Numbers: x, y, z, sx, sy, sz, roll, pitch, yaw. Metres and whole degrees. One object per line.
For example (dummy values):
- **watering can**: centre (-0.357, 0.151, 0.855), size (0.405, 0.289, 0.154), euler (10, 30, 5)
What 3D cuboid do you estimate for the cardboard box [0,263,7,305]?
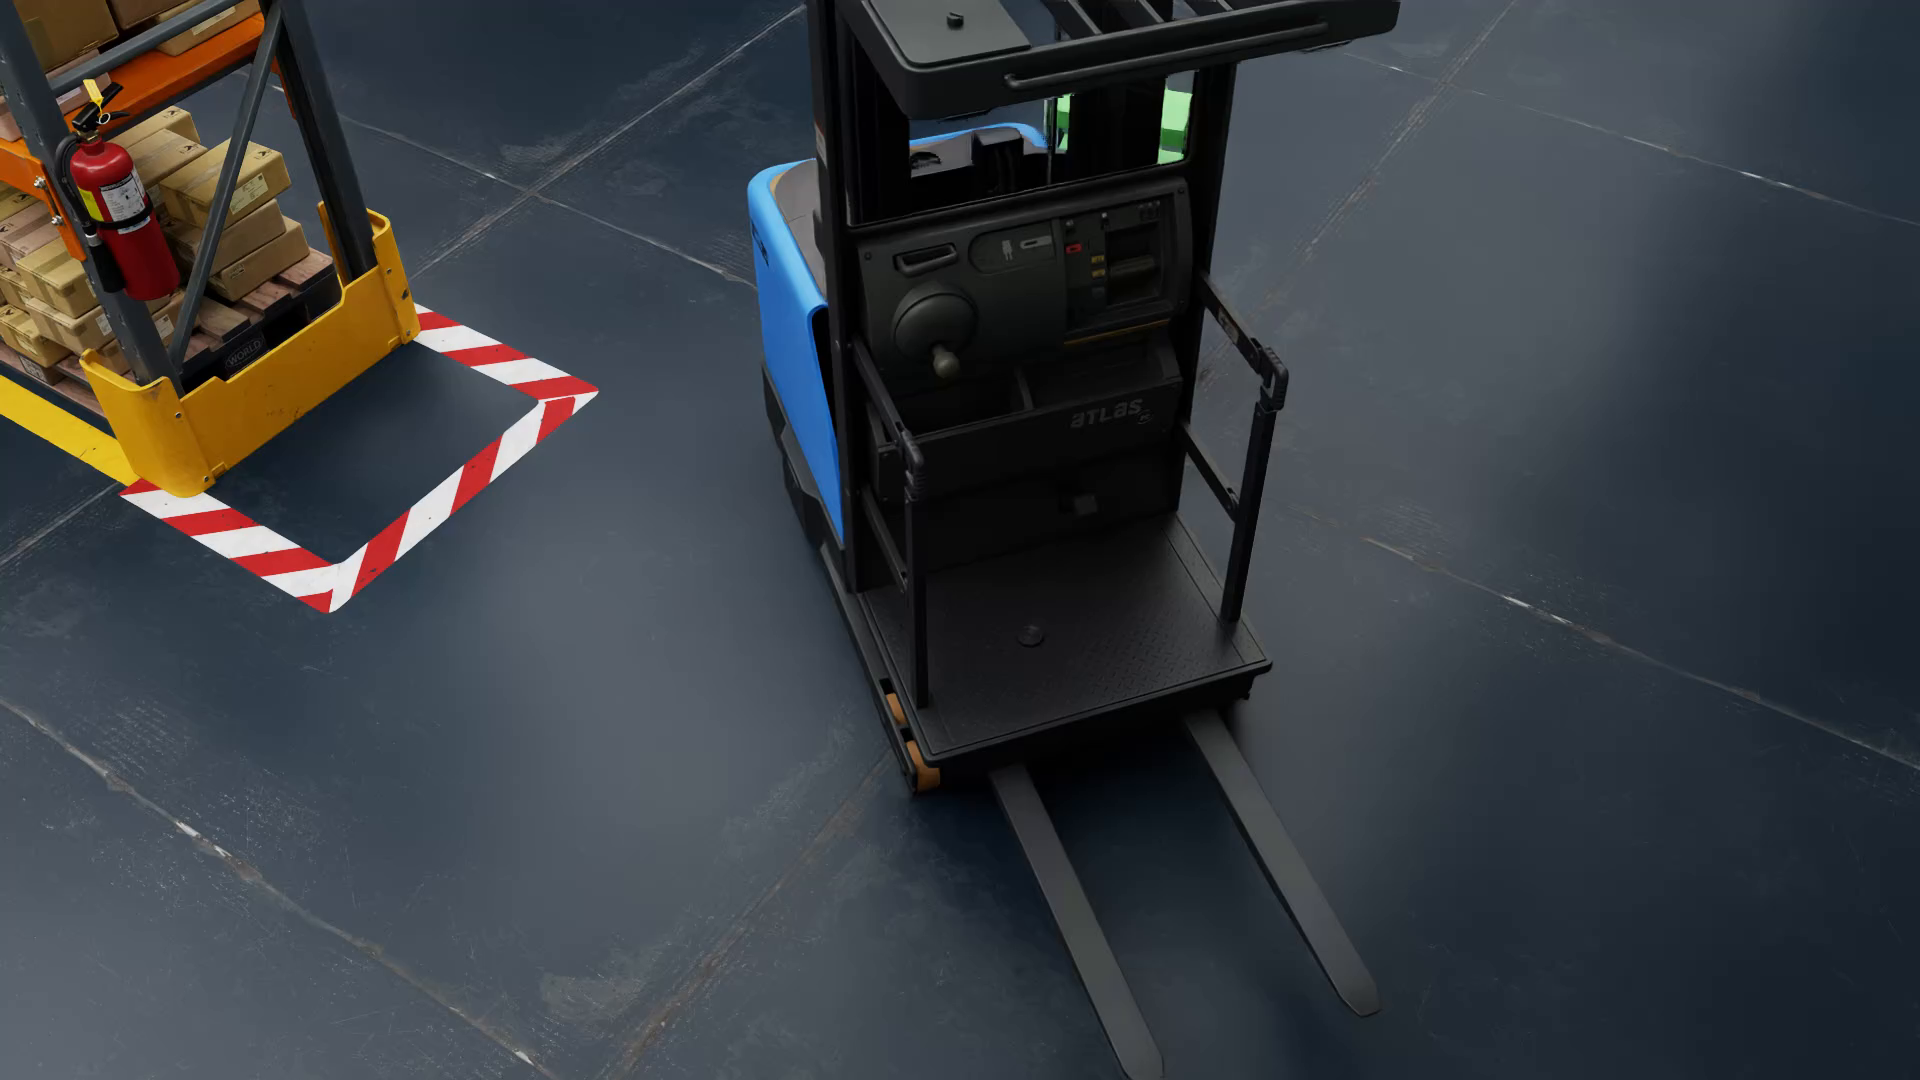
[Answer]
- **cardboard box**: centre (-3.532, -1.054, 6.171), size (0.250, 0.149, 0.380), euler (23, 50, 21)

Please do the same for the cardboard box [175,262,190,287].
- **cardboard box**: centre (-3.028, -1.167, 6.487), size (0.250, 0.149, 0.380), euler (25, 51, 22)

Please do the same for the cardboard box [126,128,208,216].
- **cardboard box**: centre (-3.050, -1.368, 6.268), size (0.250, 0.149, 0.380), euler (26, 51, 23)

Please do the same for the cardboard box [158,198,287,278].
- **cardboard box**: centre (-2.797, -1.180, 6.293), size (0.250, 0.149, 0.380), euler (27, 52, 24)

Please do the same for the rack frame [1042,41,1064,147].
- **rack frame**: centre (0.327, -1.224, 6.102), size (0.015, 1.200, 0.240), euler (13, 47, 12)

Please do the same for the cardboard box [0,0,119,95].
- **cardboard box**: centre (-3.012, -1.723, 5.056), size (0.500, 0.500, 0.500), euler (26, 51, 23)

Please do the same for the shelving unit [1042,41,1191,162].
- **shelving unit**: centre (0.560, -1.172, 6.052), size (0.503, 1.200, 0.258), euler (13, 47, 12)

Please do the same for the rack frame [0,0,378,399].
- **rack frame**: centre (-2.495, -1.566, 5.180), size (0.127, 3.000, 1.000), euler (25, 51, 22)

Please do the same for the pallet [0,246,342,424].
- **pallet**: centre (-3.224, -0.959, 6.535), size (1.213, 0.211, 1.003), euler (25, 51, 22)

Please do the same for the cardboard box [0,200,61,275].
- **cardboard box**: centre (-3.258, -1.110, 6.017), size (0.250, 0.149, 0.380), euler (26, 51, 23)

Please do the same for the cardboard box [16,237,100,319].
- **cardboard box**: centre (-3.077, -0.978, 5.889), size (0.250, 0.149, 0.380), euler (25, 51, 23)

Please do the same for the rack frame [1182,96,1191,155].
- **rack frame**: centre (0.794, -1.120, 6.002), size (0.015, 1.200, 0.240), euler (13, 47, 12)

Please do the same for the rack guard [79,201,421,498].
- **rack guard**: centre (-2.559, -0.724, 6.105), size (0.348, 0.500, 1.175), euler (25, 51, 22)

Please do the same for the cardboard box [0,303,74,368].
- **cardboard box**: centre (-3.322, -0.835, 6.165), size (0.250, 0.149, 0.380), euler (26, 51, 23)

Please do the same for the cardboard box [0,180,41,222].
- **cardboard box**: centre (-3.545, -1.133, 6.040), size (0.250, 0.149, 0.380), euler (24, 50, 21)

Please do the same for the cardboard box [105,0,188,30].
- **cardboard box**: centre (-2.724, -2.045, 5.368), size (0.500, 0.500, 0.500), euler (27, 52, 24)

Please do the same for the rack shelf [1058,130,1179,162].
- **rack shelf**: centre (0.560, -1.295, 5.926), size (0.480, 0.148, 0.258), euler (13, 47, 12)

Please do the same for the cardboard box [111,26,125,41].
- **cardboard box**: centre (-2.827, -1.875, 5.656), size (0.250, 0.149, 0.380), euler (26, 51, 23)

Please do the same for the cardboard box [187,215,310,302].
- **cardboard box**: centre (-2.763, -1.115, 6.437), size (0.250, 0.149, 0.380), euler (26, 51, 23)

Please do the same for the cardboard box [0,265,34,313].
- **cardboard box**: centre (-3.284, -0.988, 6.106), size (0.250, 0.149, 0.380), euler (24, 50, 21)

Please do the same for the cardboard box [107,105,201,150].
- **cardboard box**: centre (-3.193, -1.543, 6.438), size (0.250, 0.149, 0.380), euler (25, 51, 22)

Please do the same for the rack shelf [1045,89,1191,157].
- **rack shelf**: centre (0.560, -1.462, 5.754), size (0.480, 0.148, 0.258), euler (13, 47, 12)

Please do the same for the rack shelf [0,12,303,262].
- **rack shelf**: centre (-4.179, -2.089, 6.190), size (4.000, 0.370, 1.077), euler (25, 51, 22)

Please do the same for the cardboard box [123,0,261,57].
- **cardboard box**: centre (-2.591, -1.802, 5.584), size (0.250, 0.149, 0.380), euler (24, 51, 22)

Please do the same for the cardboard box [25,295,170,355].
- **cardboard box**: centre (-3.093, -0.854, 5.976), size (0.250, 0.149, 0.380), euler (23, 50, 21)

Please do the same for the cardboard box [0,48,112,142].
- **cardboard box**: centre (-2.922, -1.434, 5.227), size (0.250, 0.149, 0.380), euler (25, 51, 22)

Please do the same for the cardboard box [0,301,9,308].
- **cardboard box**: centre (-3.498, -0.989, 6.315), size (0.250, 0.149, 0.380), euler (24, 51, 22)

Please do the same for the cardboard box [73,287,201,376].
- **cardboard box**: centre (-3.051, -0.797, 6.128), size (0.250, 0.149, 0.380), euler (26, 51, 23)

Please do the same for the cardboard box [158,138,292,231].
- **cardboard box**: centre (-2.753, -1.334, 6.235), size (0.250, 0.149, 0.380), euler (23, 50, 20)

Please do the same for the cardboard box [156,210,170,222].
- **cardboard box**: centre (-2.998, -1.320, 6.429), size (0.250, 0.149, 0.380), euler (24, 51, 22)

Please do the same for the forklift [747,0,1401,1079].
- **forklift**: centre (0.260, -0.602, 4.291), size (1.130, 2.935, 3.031), euler (-14, 48, -13)

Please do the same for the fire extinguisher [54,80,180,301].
- **fire extinguisher**: centre (-2.532, -1.033, 4.976), size (0.183, 0.674, 0.296), euler (25, 51, 22)
